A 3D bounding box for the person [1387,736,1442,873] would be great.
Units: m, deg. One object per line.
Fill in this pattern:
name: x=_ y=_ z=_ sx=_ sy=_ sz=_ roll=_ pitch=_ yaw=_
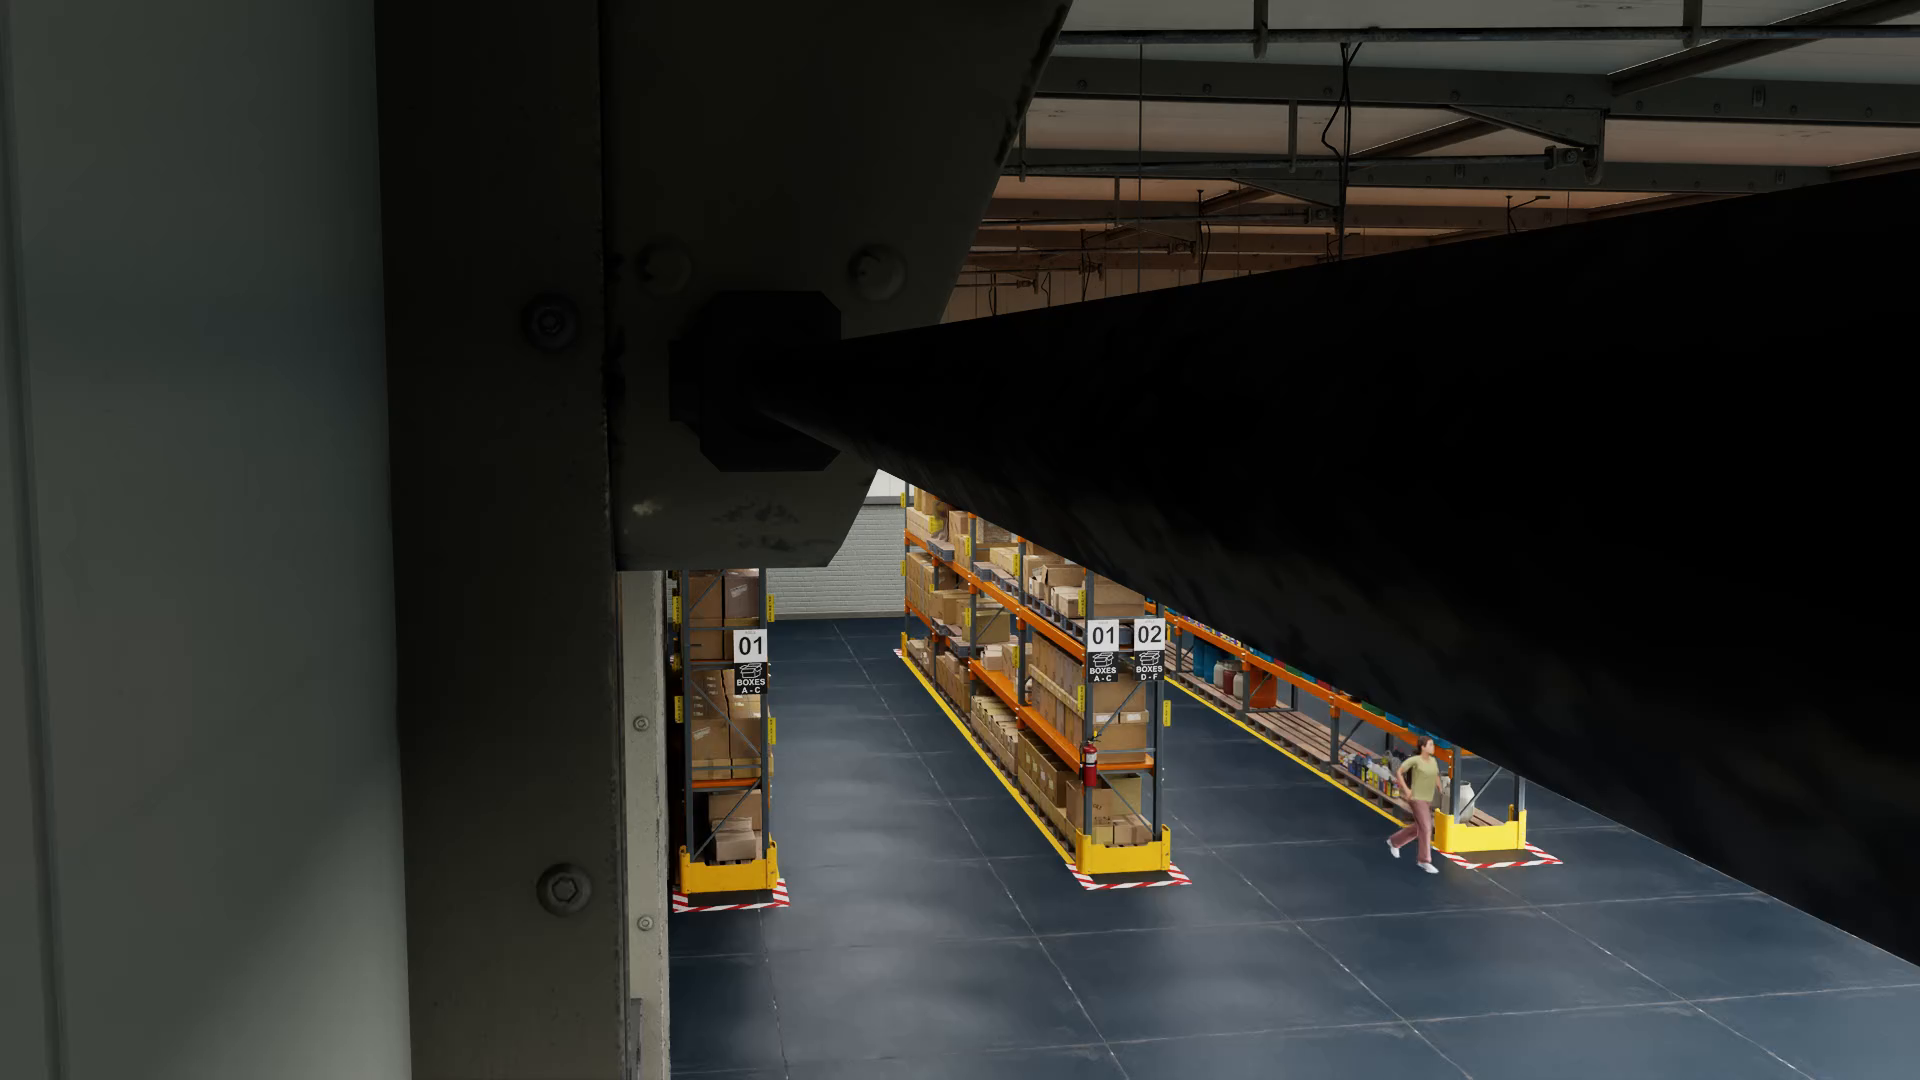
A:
person: x=5.867 y=3.324 z=21.204 sx=0.595 sy=1.663 sz=0.820 roll=-5 pitch=7 yaw=-38
